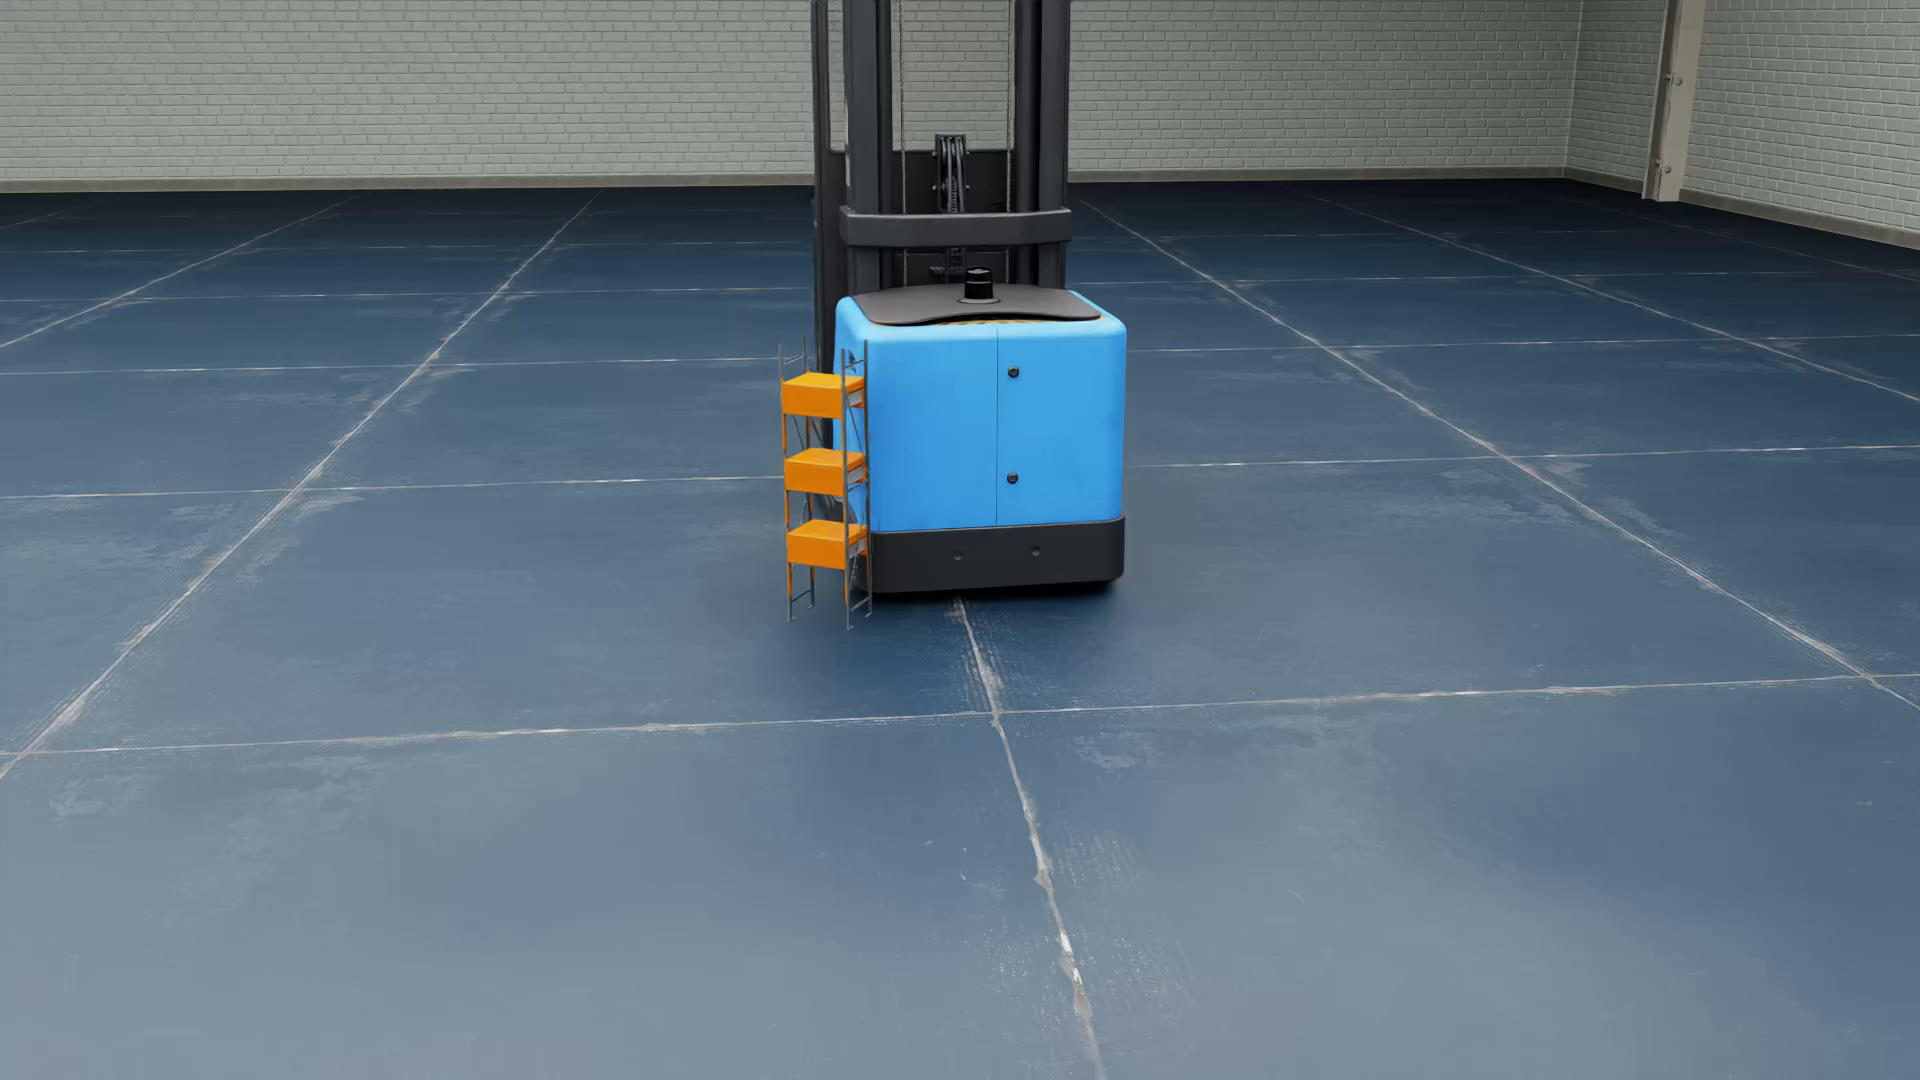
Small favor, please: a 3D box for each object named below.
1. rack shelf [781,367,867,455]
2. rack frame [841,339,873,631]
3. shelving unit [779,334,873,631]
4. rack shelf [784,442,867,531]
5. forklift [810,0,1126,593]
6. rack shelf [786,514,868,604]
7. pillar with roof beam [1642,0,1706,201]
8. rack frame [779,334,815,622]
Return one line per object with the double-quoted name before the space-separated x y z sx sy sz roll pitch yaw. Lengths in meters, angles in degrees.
"rack shelf" -0.486 -0.467 5.999 0.240 0.259 0.215 7 19 22
"rack frame" -0.373 -0.193 6.037 0.008 1.050 0.200 7 19 22
"shelving unit" -0.486 -0.207 6.082 0.252 1.050 0.215 7 19 22
"rack shelf" -0.486 -0.197 6.085 0.240 0.259 0.215 7 19 22
"forklift" -0.123 -1.596 7.367 1.130 2.935 3.031 -3 18 -10
"rack shelf" -0.485 0.068 6.169 0.240 0.259 0.215 7 19 22
"pillar with roof beam" 4.415 -8.383 18.857 9.100 9.000 0.400 -2 18 -6
"rack frame" -0.598 -0.221 6.127 0.008 1.050 0.200 7 19 22
